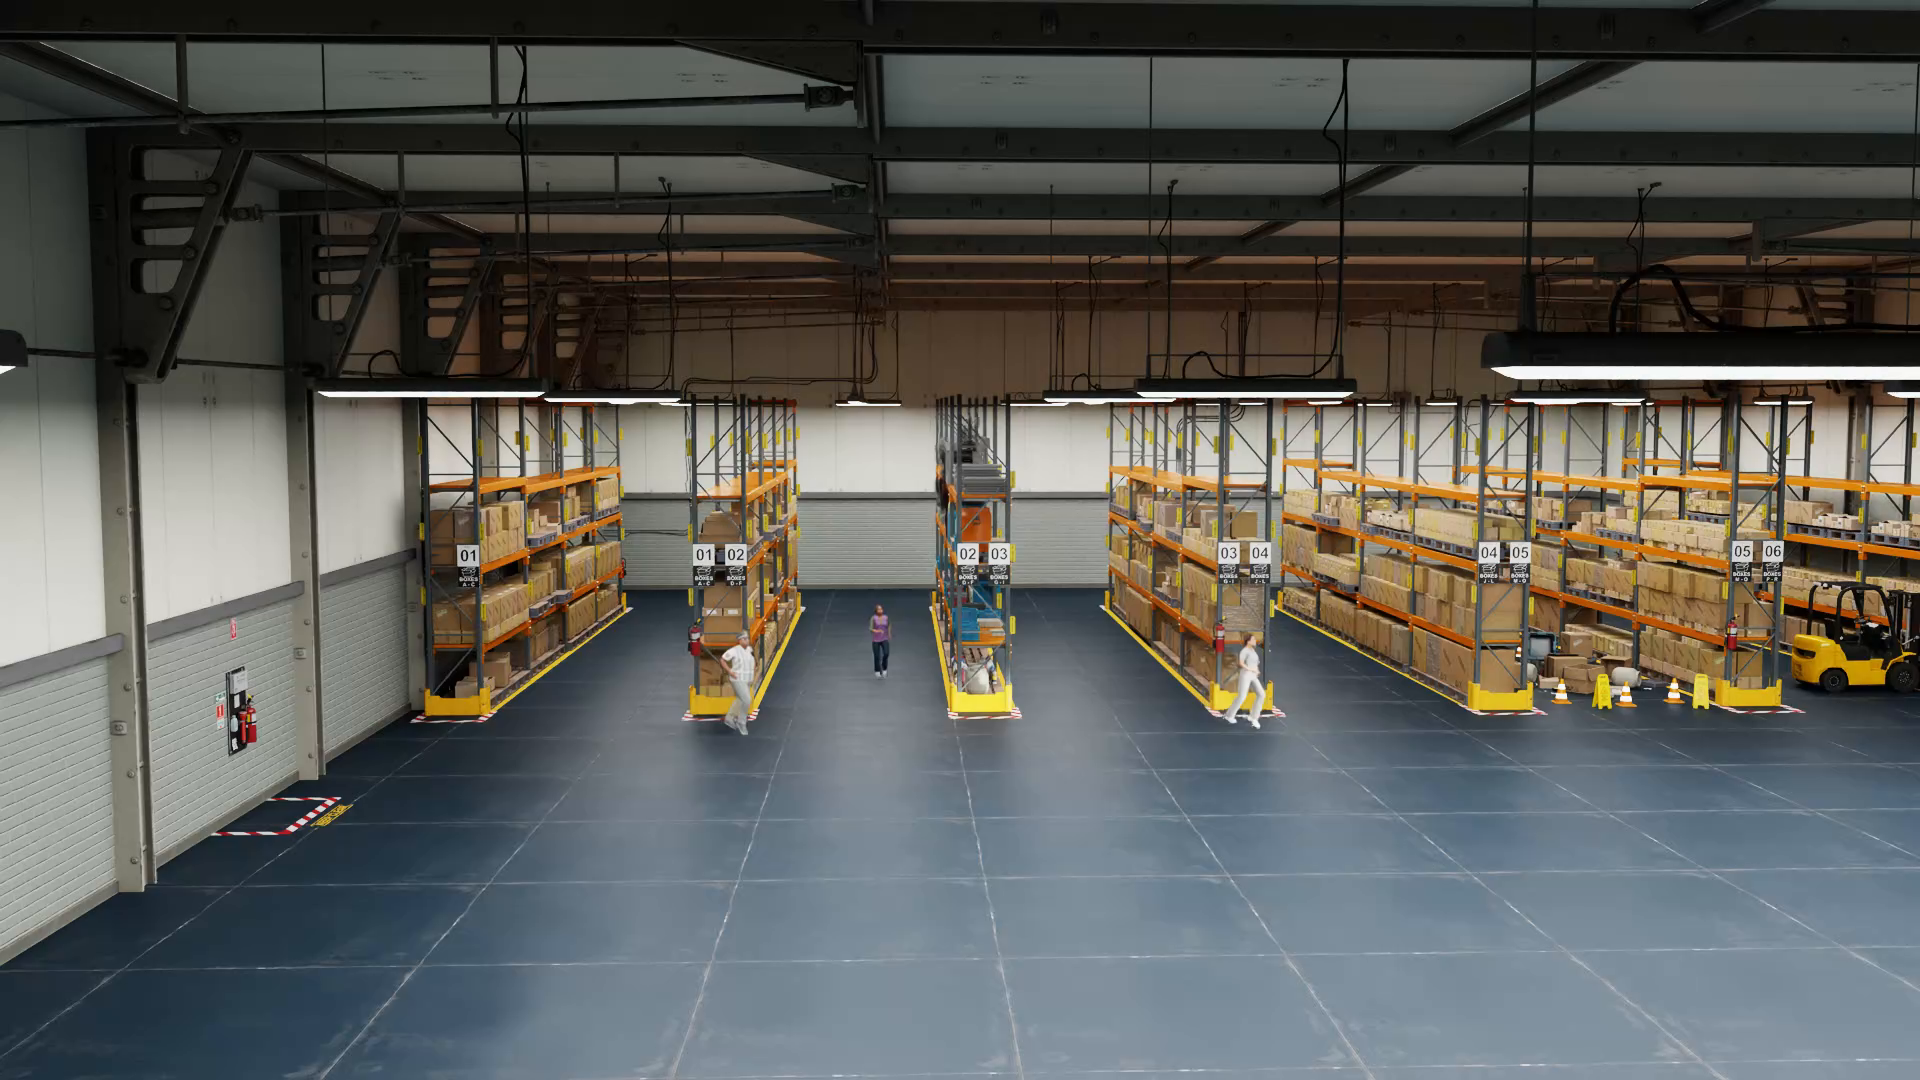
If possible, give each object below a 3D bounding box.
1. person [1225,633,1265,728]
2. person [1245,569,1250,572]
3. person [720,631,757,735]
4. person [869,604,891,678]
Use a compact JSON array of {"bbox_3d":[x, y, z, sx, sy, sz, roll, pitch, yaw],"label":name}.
[{"bbox_3d":[5.205,2.527,30.153,0.695,1.683,0.612,4,6,41],"label":"person"},{"bbox_3d":[8.038,1.319,45.568,0.573,1.708,0.839,0,4,1],"label":"person"},{"bbox_3d":[-3.899,2.527,29.579,0.682,1.851,0.683,3,5,31],"label":"person"},{"bbox_3d":[-1.676,2.148,35.232,0.510,1.578,0.644,-1,5,-12],"label":"person"}]
